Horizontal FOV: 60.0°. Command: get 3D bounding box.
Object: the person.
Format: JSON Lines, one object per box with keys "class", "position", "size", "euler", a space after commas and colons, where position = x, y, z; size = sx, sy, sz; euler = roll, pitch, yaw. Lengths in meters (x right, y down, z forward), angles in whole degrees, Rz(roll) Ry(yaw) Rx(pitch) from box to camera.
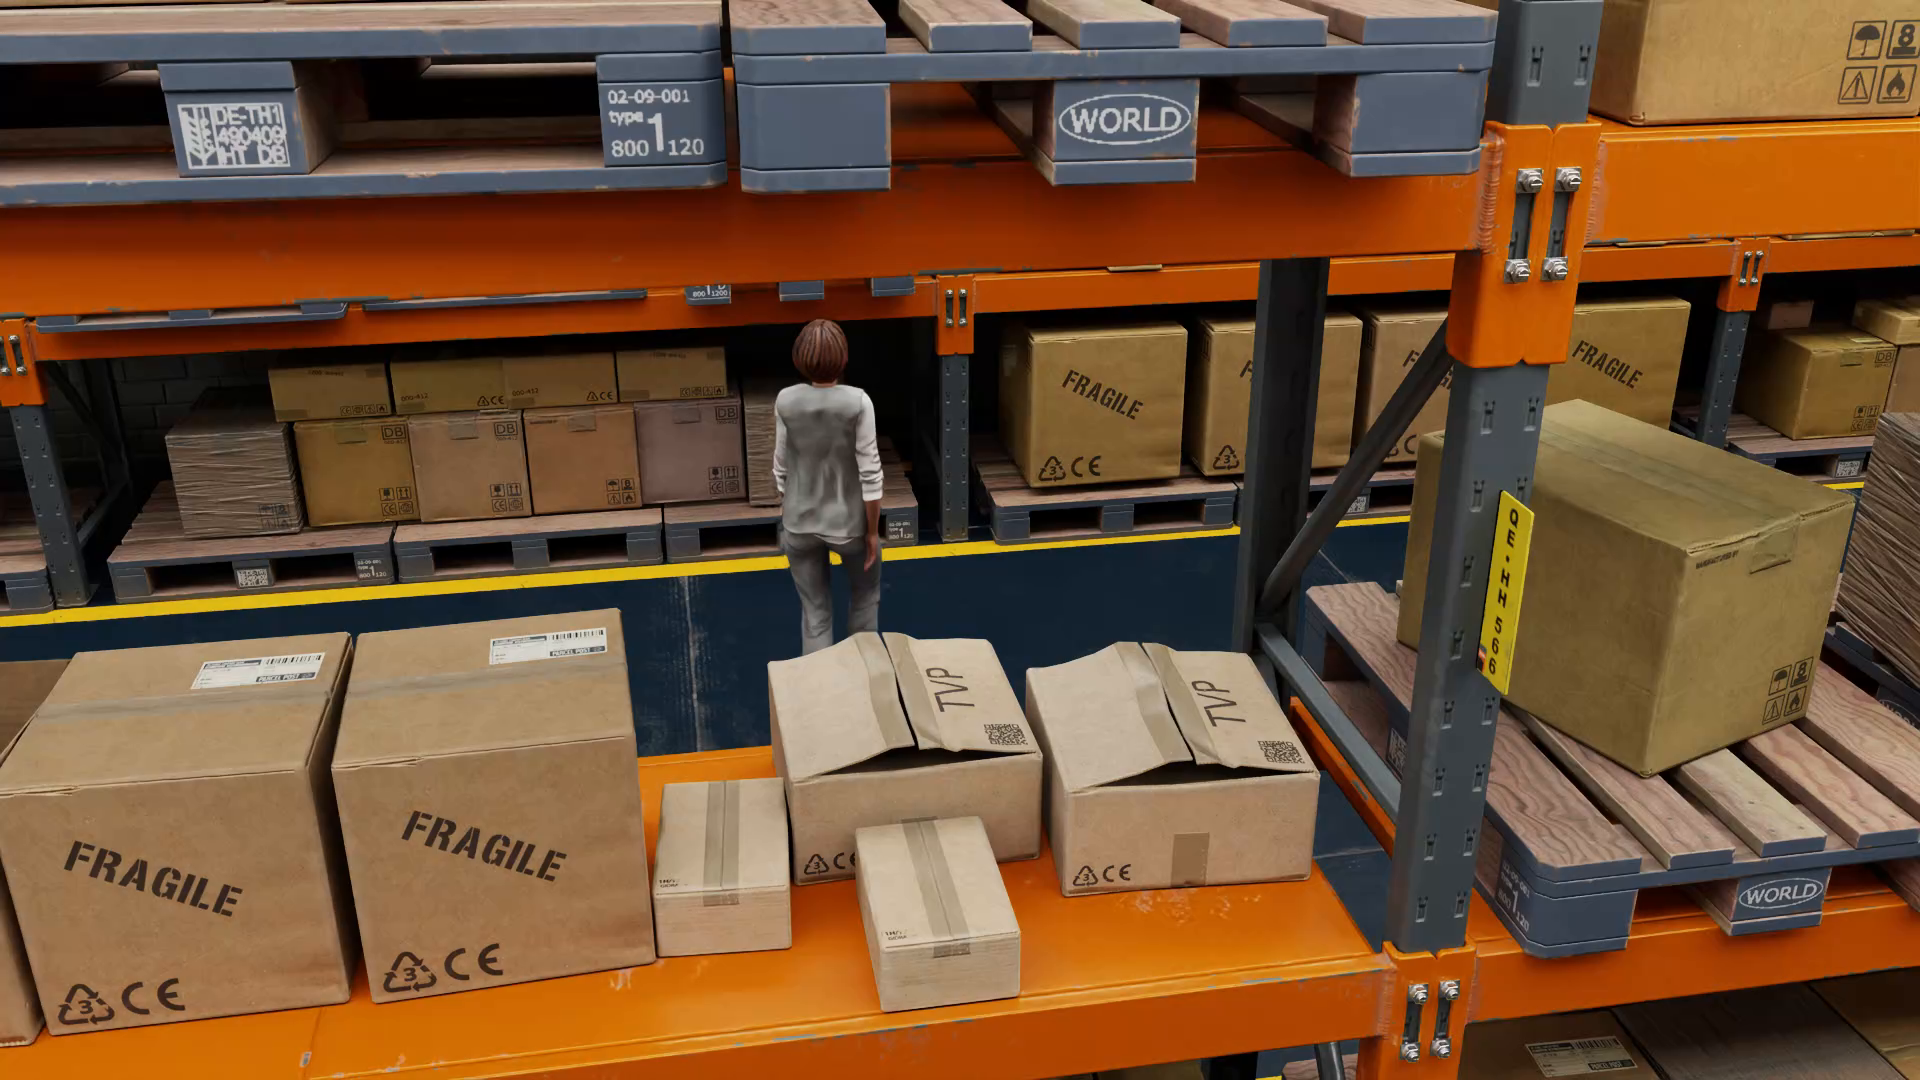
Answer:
{"class": "person", "position": [-0.481, -0.028, 6.189], "size": [0.425, 1.647, 0.530], "euler": [2, 24, 4]}
